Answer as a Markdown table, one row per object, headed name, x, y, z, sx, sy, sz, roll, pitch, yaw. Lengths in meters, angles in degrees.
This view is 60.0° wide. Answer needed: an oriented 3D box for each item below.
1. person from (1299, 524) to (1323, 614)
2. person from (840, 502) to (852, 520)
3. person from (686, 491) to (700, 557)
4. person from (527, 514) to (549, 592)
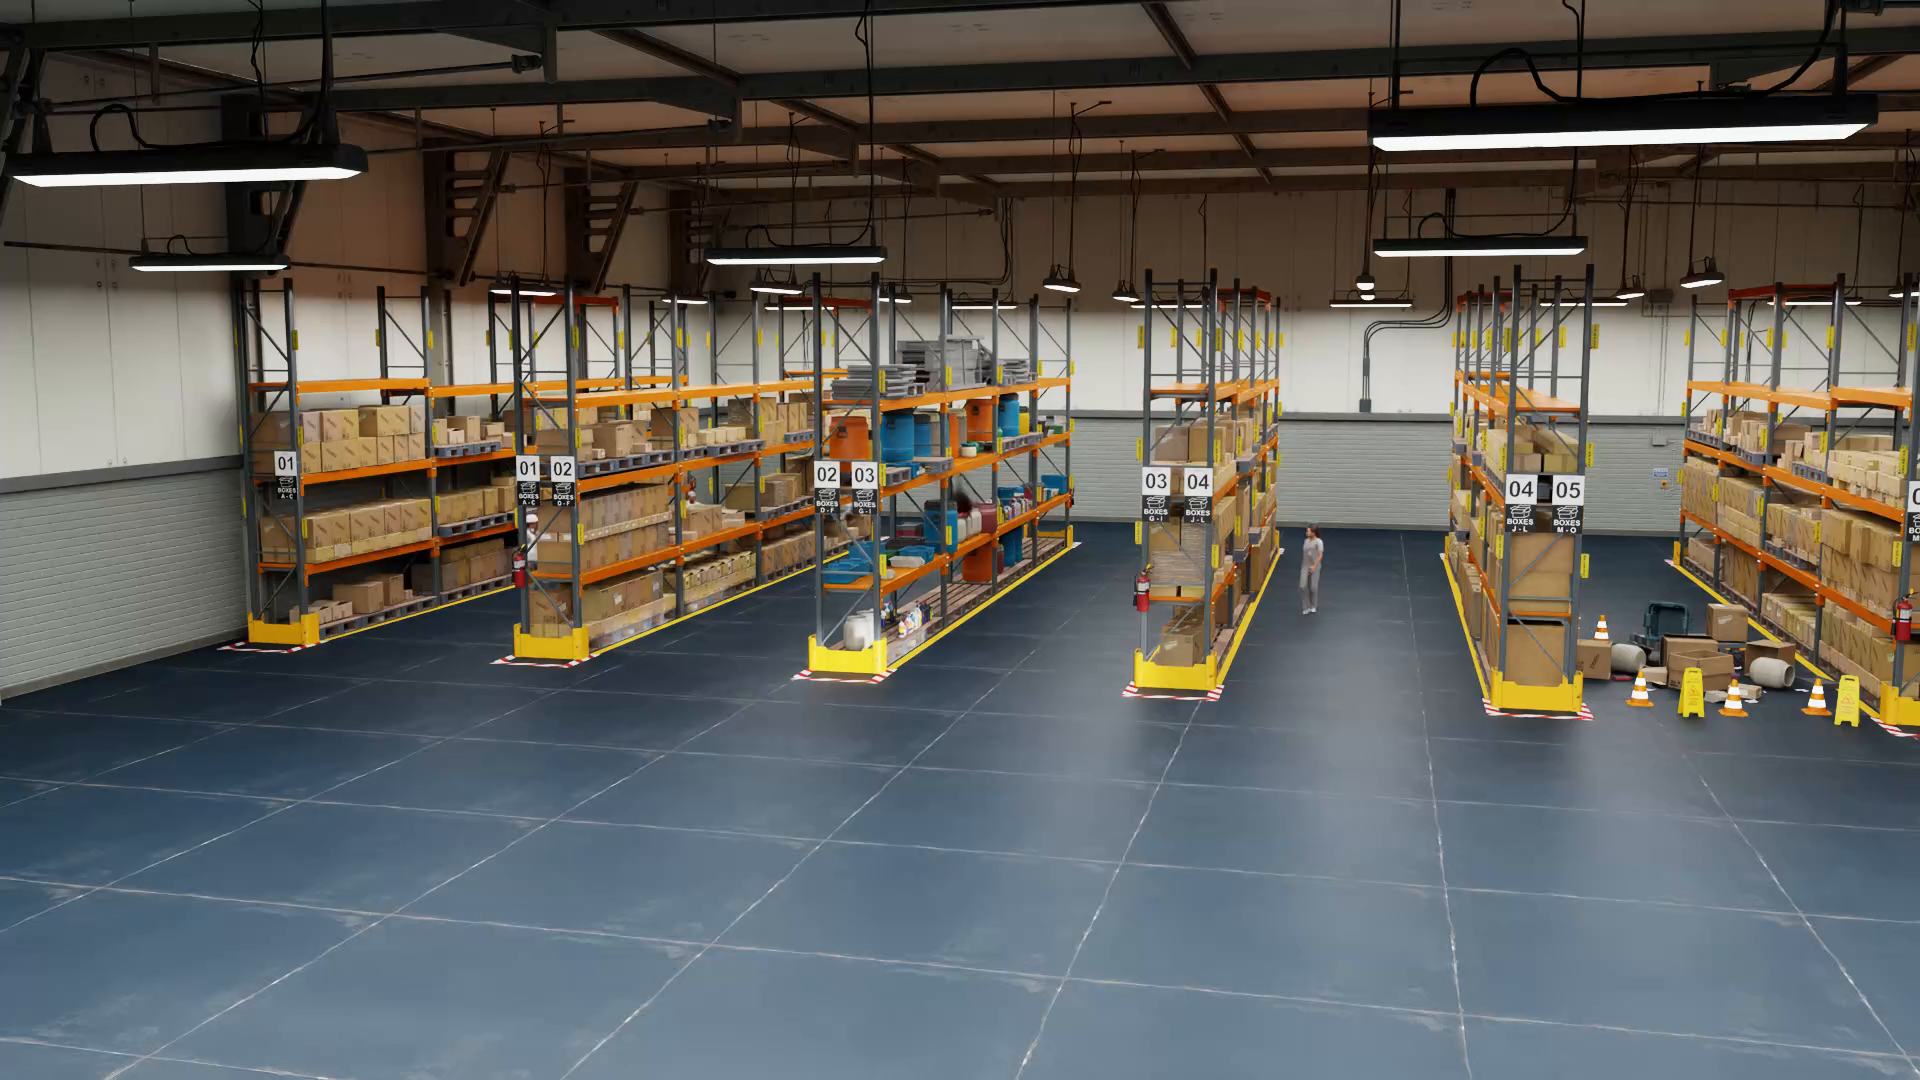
| name | x | y | z | sx | sy | sz | roll | pitch | yaw |
| --- | --- | --- | --- | --- | --- | --- | --- | --- | --- |
| person | 6.451 | 0.563 | 30.523 | 0.436 | 1.712 | 0.604 | 3 | 8 | 24 |
| person | -2.806 | -1.163 | 44.093 | 0.590 | 1.734 | 0.917 | -5 | 9 | -38 |
| person | -6.007 | -0.300 | 37.394 | 0.486 | 1.632 | 0.665 | 1 | 7 | 12 |
| person | -7.983 | 0.407 | 31.135 | 0.428 | 1.784 | 0.579 | 6 | 9 | 39 |
